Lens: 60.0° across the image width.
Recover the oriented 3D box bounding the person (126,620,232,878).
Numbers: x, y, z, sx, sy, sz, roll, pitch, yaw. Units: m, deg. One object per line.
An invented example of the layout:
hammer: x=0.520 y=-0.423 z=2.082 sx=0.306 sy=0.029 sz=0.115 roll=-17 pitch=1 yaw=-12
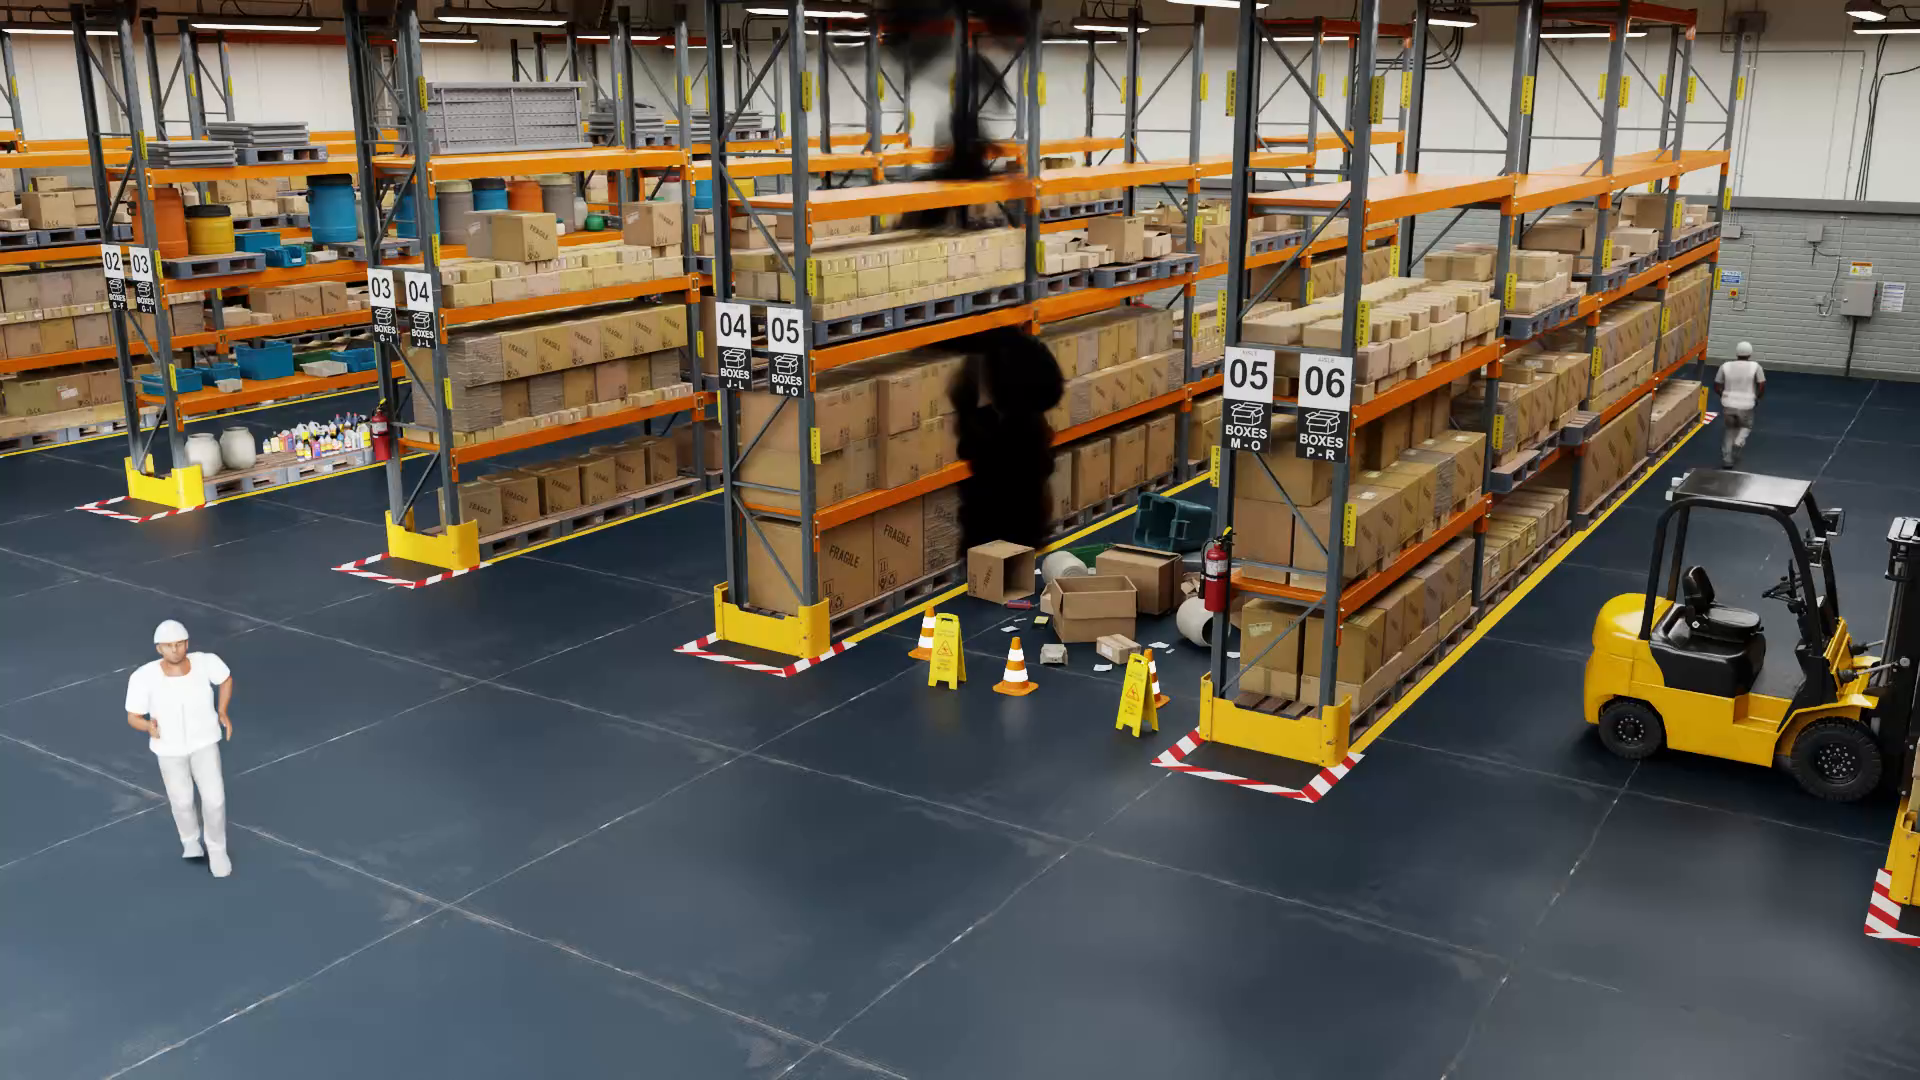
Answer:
person: x=-5.104 y=1.393 z=10.985 sx=0.651 sy=1.804 sz=0.750 roll=-7 pitch=17 yaw=-25

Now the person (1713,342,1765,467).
person: x=10.615 y=-1.851 z=22.695 sx=0.652 sy=1.716 sz=0.563 roll=10 pitch=18 yaw=32

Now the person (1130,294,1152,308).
person: x=3.034 y=-3.413 z=28.305 sx=0.667 sy=1.693 sz=0.808 roll=8 pitch=18 yaw=28

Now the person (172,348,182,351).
person: x=-13.378 y=-3.489 z=28.328 sx=0.661 sy=1.767 sz=0.935 roll=5 pitch=16 yaw=18
